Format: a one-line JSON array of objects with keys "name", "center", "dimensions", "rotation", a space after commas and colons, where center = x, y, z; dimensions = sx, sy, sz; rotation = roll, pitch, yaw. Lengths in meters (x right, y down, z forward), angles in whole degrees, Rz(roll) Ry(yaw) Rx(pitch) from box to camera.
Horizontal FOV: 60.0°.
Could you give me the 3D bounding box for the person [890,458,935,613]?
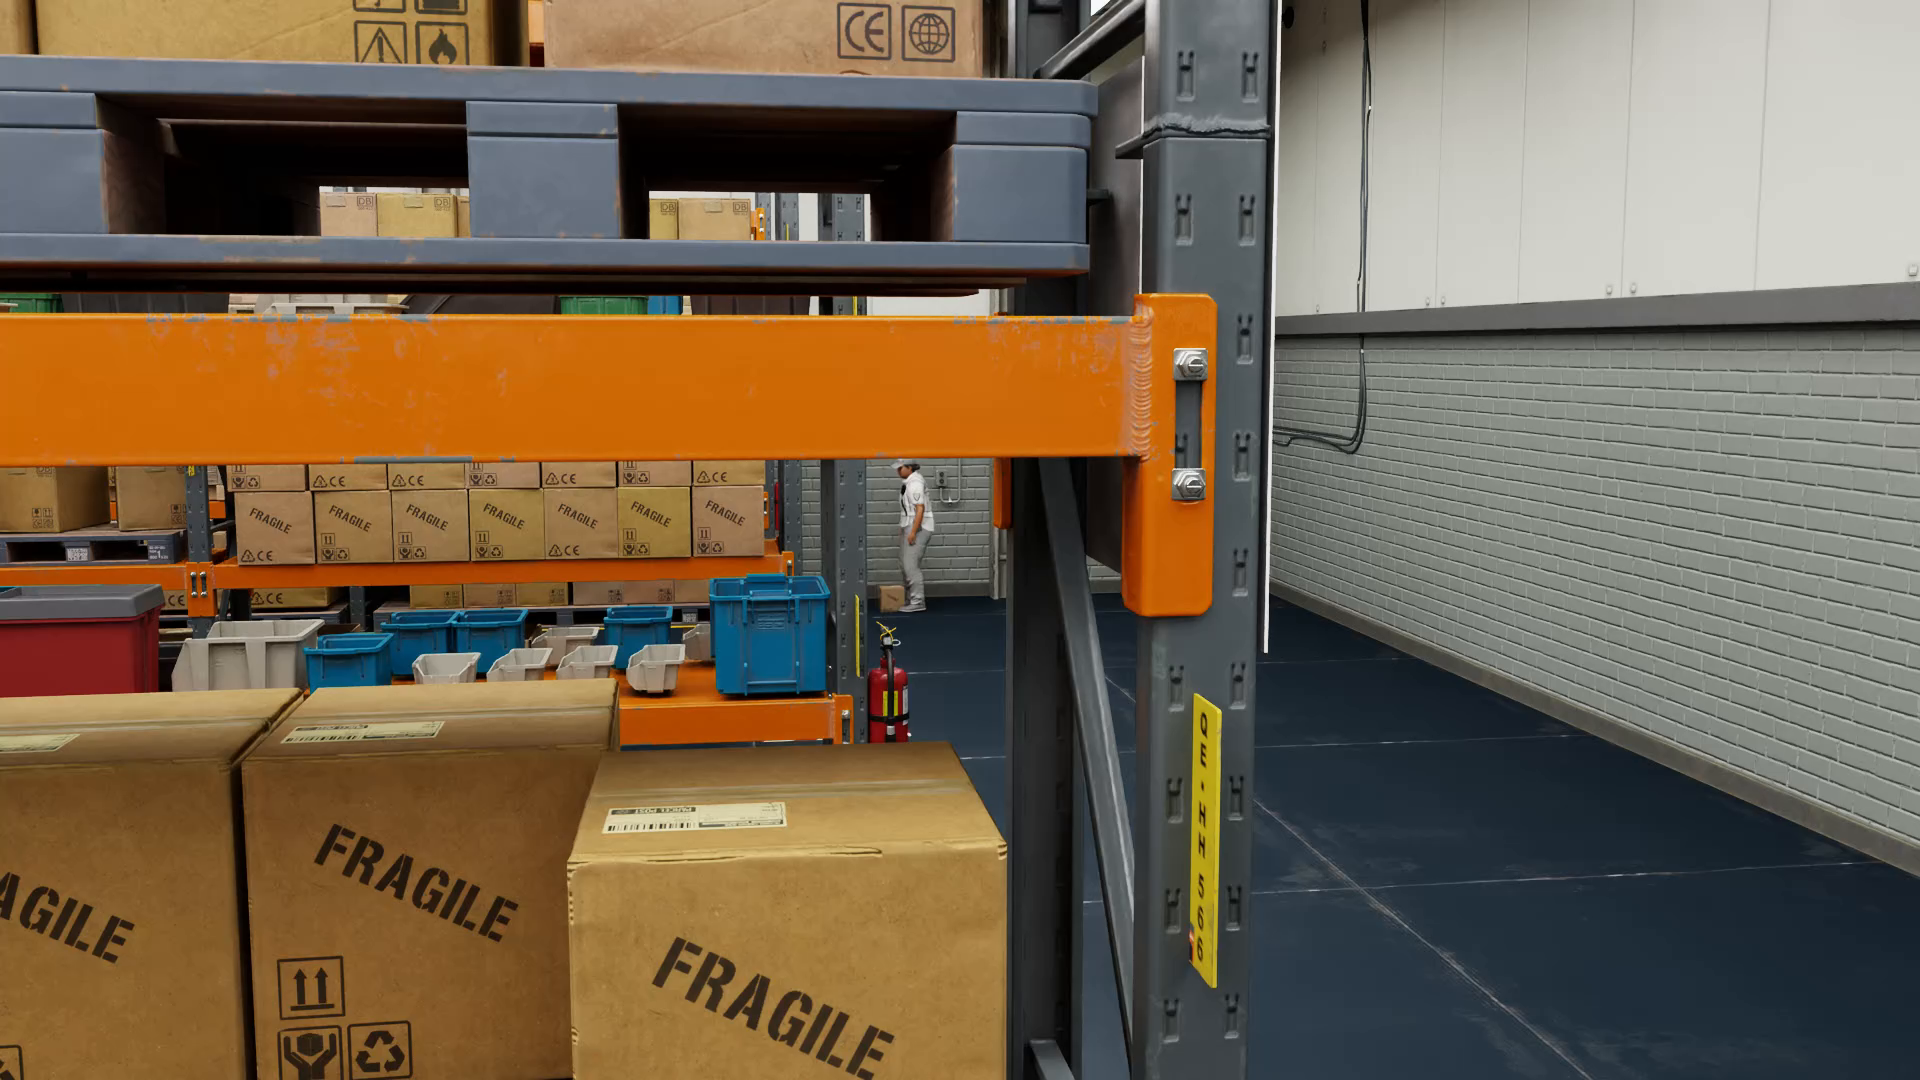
[{"name": "person", "center": [-0.516, -0.087, 17.566], "dimensions": [0.465, 1.665, 0.542], "rotation": [-1, 7, -11]}]
